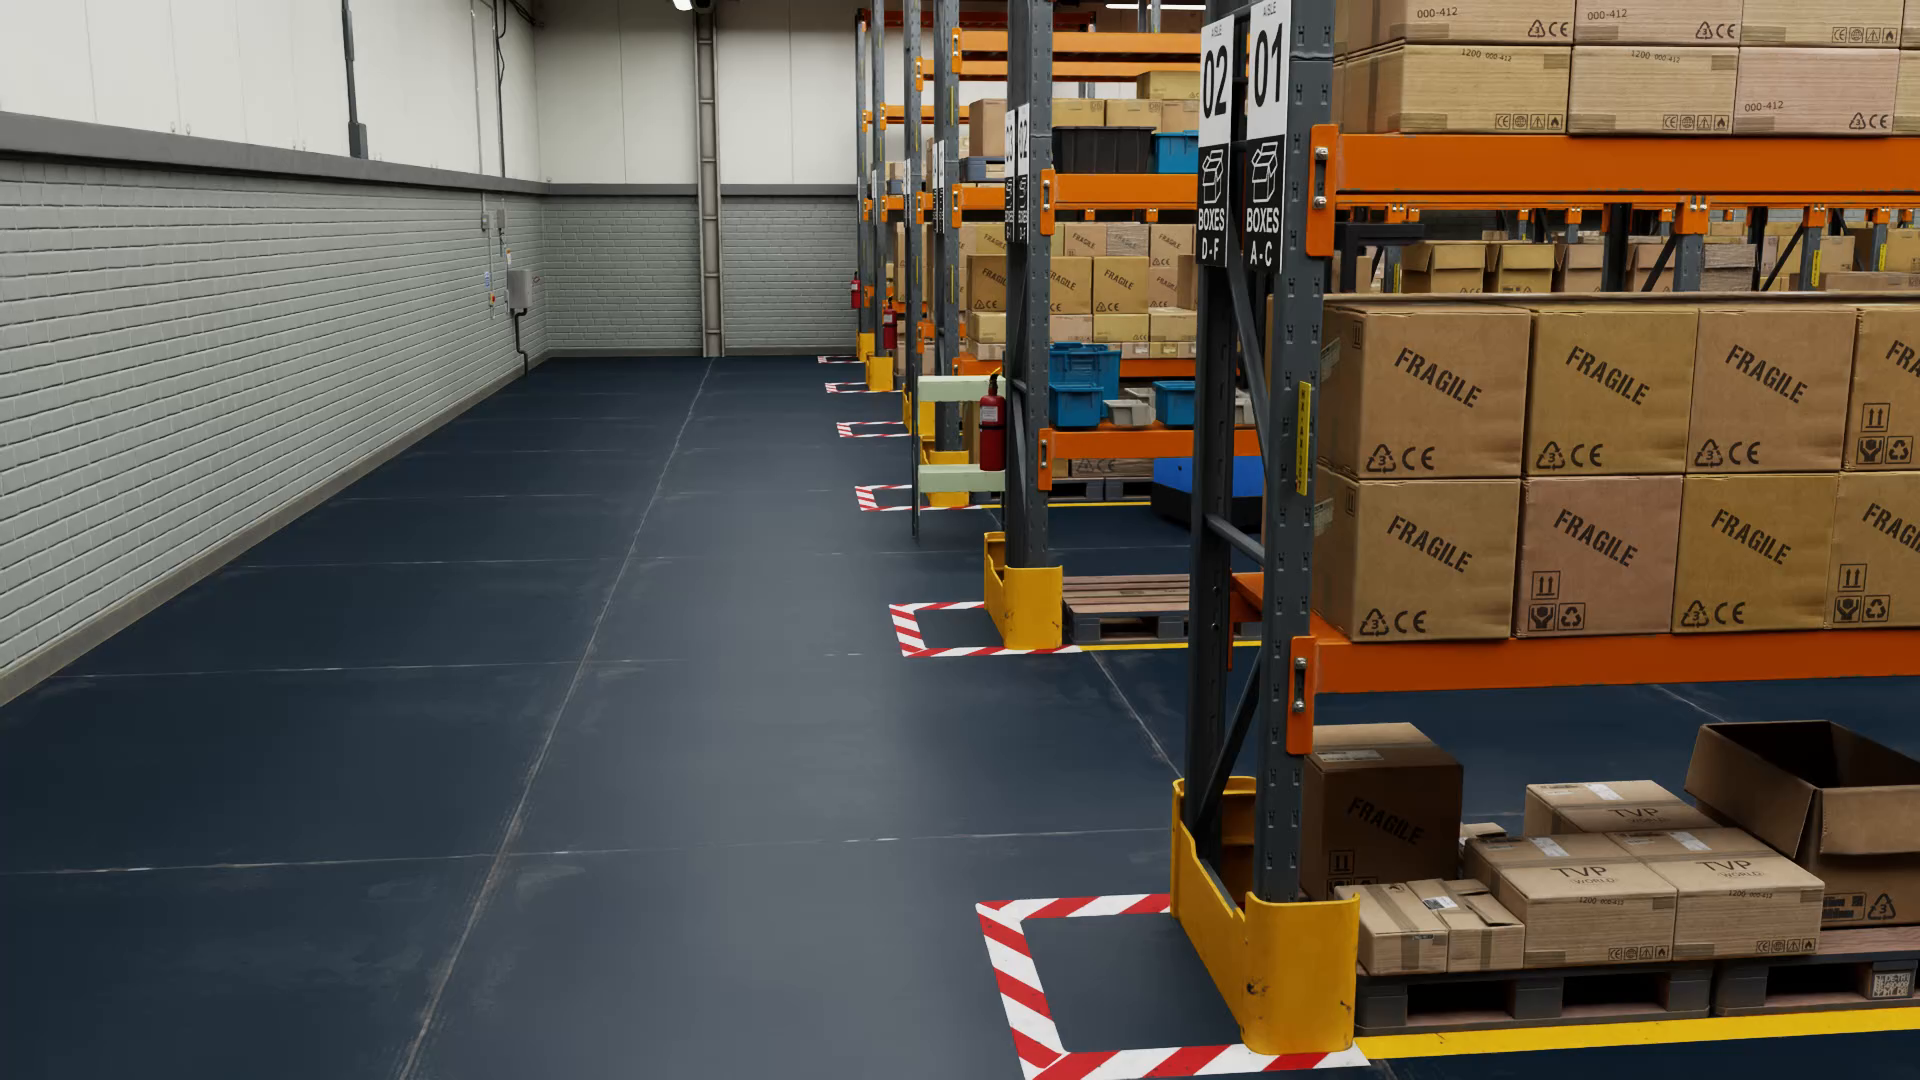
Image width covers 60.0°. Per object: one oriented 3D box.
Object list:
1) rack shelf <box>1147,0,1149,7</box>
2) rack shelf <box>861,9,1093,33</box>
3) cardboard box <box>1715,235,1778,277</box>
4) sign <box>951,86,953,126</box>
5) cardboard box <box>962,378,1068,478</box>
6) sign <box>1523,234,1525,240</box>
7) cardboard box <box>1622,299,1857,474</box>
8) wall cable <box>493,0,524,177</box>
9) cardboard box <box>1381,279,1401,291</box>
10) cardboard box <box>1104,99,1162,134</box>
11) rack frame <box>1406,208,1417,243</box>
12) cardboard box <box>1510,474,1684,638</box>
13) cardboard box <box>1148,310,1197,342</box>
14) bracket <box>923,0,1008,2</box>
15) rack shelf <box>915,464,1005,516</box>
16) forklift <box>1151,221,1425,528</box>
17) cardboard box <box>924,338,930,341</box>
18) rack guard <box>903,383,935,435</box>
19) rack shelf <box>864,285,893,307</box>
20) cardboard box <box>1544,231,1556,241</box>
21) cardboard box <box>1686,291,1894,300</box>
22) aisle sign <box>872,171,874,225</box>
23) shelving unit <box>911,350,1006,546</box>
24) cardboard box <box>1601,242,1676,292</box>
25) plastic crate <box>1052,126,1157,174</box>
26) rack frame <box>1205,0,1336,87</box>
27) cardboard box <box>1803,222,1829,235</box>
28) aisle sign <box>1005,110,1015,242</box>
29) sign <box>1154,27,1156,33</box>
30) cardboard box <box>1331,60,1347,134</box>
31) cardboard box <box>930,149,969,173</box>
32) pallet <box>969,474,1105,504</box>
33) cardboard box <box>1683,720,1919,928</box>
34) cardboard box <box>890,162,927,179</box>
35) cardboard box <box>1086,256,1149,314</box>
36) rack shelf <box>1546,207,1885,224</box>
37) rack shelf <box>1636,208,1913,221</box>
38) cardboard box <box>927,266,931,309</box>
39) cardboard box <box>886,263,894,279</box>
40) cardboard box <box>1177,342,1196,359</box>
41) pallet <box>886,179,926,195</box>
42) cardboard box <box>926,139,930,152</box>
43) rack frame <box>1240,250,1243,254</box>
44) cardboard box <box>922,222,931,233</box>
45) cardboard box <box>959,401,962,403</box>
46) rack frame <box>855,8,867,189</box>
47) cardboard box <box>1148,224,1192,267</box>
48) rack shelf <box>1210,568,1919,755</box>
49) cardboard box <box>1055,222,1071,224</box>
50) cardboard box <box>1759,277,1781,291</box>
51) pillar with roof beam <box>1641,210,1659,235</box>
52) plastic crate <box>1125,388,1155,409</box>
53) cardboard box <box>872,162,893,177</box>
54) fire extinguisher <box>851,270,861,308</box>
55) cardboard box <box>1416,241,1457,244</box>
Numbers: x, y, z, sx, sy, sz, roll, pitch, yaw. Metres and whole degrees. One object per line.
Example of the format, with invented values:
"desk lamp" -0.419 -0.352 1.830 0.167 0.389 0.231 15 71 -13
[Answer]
"rack shelf" 4.771 -8.123 24.608 4.000 0.370 1.077 -1 11 -6
"rack shelf" 0.254 -8.992 29.026 4.000 0.370 1.077 -1 11 -6
"cardboard box" 9.864 -3.586 20.982 0.500 0.500 0.700 -1 11 -6
"sign" -0.070 -3.709 14.212 0.005 0.325 0.100 -1 11 -6
"cardboard box" 0.504 -1.068 15.446 0.875 0.875 0.875 -1 11 -6
"sign" 10.264 -5.404 30.283 0.005 0.325 0.100 -1 11 -6
"cardboard box" 2.429 -0.497 5.266 0.500 0.500 0.500 -1 11 -5
"wall cable" -7.161 -7.246 26.798 0.133 3.039 2.988 -1 11 -6
"cardboard box" 5.163 -3.090 20.100 0.250 0.149 0.380 -1 11 -7
"cardboard box" 1.468 -3.682 14.938 0.500 0.500 0.700 -2 11 -10
"rack frame" 6.759 -3.943 25.650 0.127 3.000 1.000 -1 11 -6
"cardboard box" 1.924 0.004 5.312 0.500 0.500 0.500 -1 11 -7
"cardboard box" 1.917 -1.941 15.081 0.500 0.250 0.500 -1 11 -7
"bracket" -1.482 -9.550 29.284 4.783 0.066 0.076 -1 11 -6
"rack shelf" 0.007 -0.416 13.287 0.720 0.370 0.431 -1 11 -6
"forklift" 3.222 -1.656 14.193 3.031 2.935 1.130 -4 12 -20
"cardboard box" -0.689 -3.532 29.858 0.250 0.149 0.380 -2 11 -8
"rack guard" -0.484 -1.605 20.234 0.348 0.500 1.175 -1 11 -6
"rack shelf" 0.254 -4.417 29.925 4.000 0.370 1.077 -1 11 -6
"cardboard box" 9.161 -4.762 26.012 0.250 0.149 0.380 -1 11 -3
"cardboard box" 2.883 -0.611 5.849 0.500 0.500 0.500 -1 11 -4
"aisle sign" -1.299 -5.110 24.847 0.004 0.787 0.394 -1 11 -6
"shelving unit" 0.007 -0.736 13.224 0.755 1.500 0.431 -1 11 -6
"cardboard box" 6.453 -2.559 15.749 0.637 0.503 0.797 -1 11 -5
"plastic crate" 0.824 -2.289 9.796 0.590 0.269 0.497 -1 11 -6
"rack frame" 0.942 -2.920 4.893 0.127 3.000 1.000 -1 11 -6
"cardboard box" 13.228 -4.704 25.895 0.500 0.500 0.700 -1 11 -7
"aisle sign" 0.308 -2.257 10.331 0.004 0.787 0.394 -1 11 -6
"sign" 2.818 -7.233 23.998 0.005 0.325 0.100 -1 11 -6
"cardboard box" 1.424 -1.436 5.509 0.500 0.250 0.500 -1 11 -6
"cardboard box" -0.085 -4.433 19.456 0.500 0.250 0.500 -1 11 -5
"pallet" 0.663 -0.540 15.566 1.213 0.211 1.003 -1 11 -6
"cardboard box" 3.052 0.989 5.890 0.637 0.503 0.797 -1 11 -6
"cardboard box" -0.756 -5.457 24.613 0.500 0.250 0.500 -2 11 -11
"cardboard box" 1.394 -2.297 14.950 0.500 0.500 0.500 -2 11 -8
"rack shelf" 9.382 -4.157 20.824 4.000 0.370 1.077 -1 11 -6
"rack shelf" 12.724 -5.187 26.066 4.000 0.370 1.077 -1 11 -6
"cardboard box" -0.140 -3.083 20.245 0.500 0.500 0.500 -1 11 -5
"cardboard box" -1.254 -4.759 29.415 0.500 0.250 0.500 -1 11 -6
"cardboard box" 2.054 -1.735 15.069 0.250 0.149 0.380 -1 11 -5
"pallet" -0.458 -5.222 24.611 1.213 0.211 1.003 -1 11 -6
"cardboard box" -0.260 -4.732 19.945 0.250 0.149 0.380 -1 11 -7
"rack frame" 3.418 -2.913 20.408 0.127 3.000 1.000 -1 11 -6
"cardboard box" -0.558 -4.608 24.499 0.250 0.149 0.380 -1 11 -5
"cardboard box" -0.010 -1.744 19.996 0.250 0.149 0.380 -1 11 -4
"rack frame" -1.734 -7.672 29.065 0.127 3.000 1.000 -1 11 -6
"cardboard box" 2.466 -3.525 19.900 0.500 0.500 0.500 -2 11 -8
"rack shelf" 2.930 0.335 5.753 4.000 0.370 1.077 -1 11 -6
"cardboard box" 1.493 -4.642 24.670 0.250 0.149 0.380 -1 11 -7
"cardboard box" 9.876 -3.045 20.823 0.500 0.500 0.500 -1 11 -5
"pillar with roof beam" 13.848 -7.338 27.367 0.548 9.000 9.100 -1 11 -6
"plastic crate" 1.202 -0.878 10.587 0.243 0.136 0.396 -1 11 -6
"cardboard box" -1.266 -6.479 29.094 0.500 0.250 0.500 -1 11 -7
"fire extinguisher" -1.830 -4.416 29.221 0.183 0.674 0.296 -1 11 -6
"cardboard box" 7.231 -4.309 25.393 0.500 0.500 0.500 -2 11 -8
